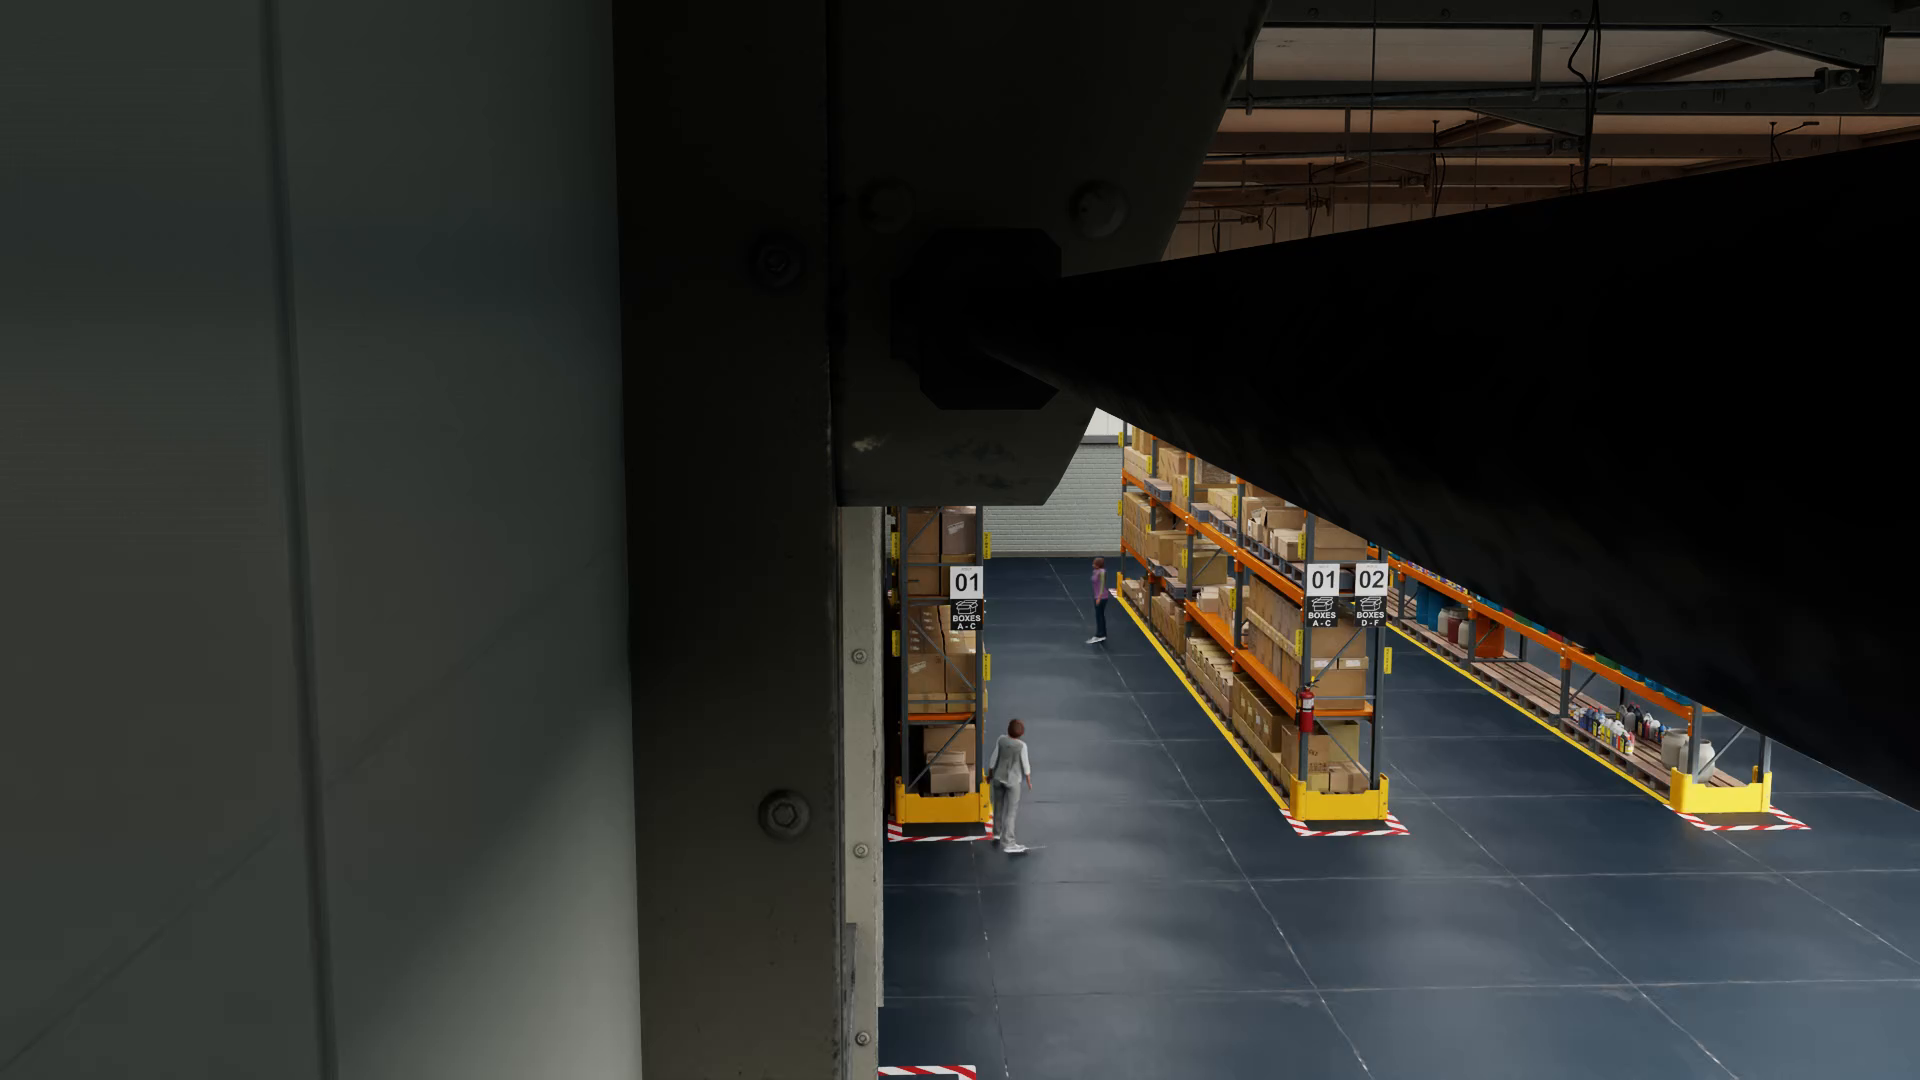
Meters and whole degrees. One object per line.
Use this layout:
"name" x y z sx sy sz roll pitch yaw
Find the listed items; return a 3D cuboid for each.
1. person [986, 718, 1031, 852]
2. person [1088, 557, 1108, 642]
"person" 0.550 2.832 19.510 0.595 1.568 0.559 6 10 34
"person" 2.587 1.118 31.499 0.412 1.609 0.440 -2 8 -15
